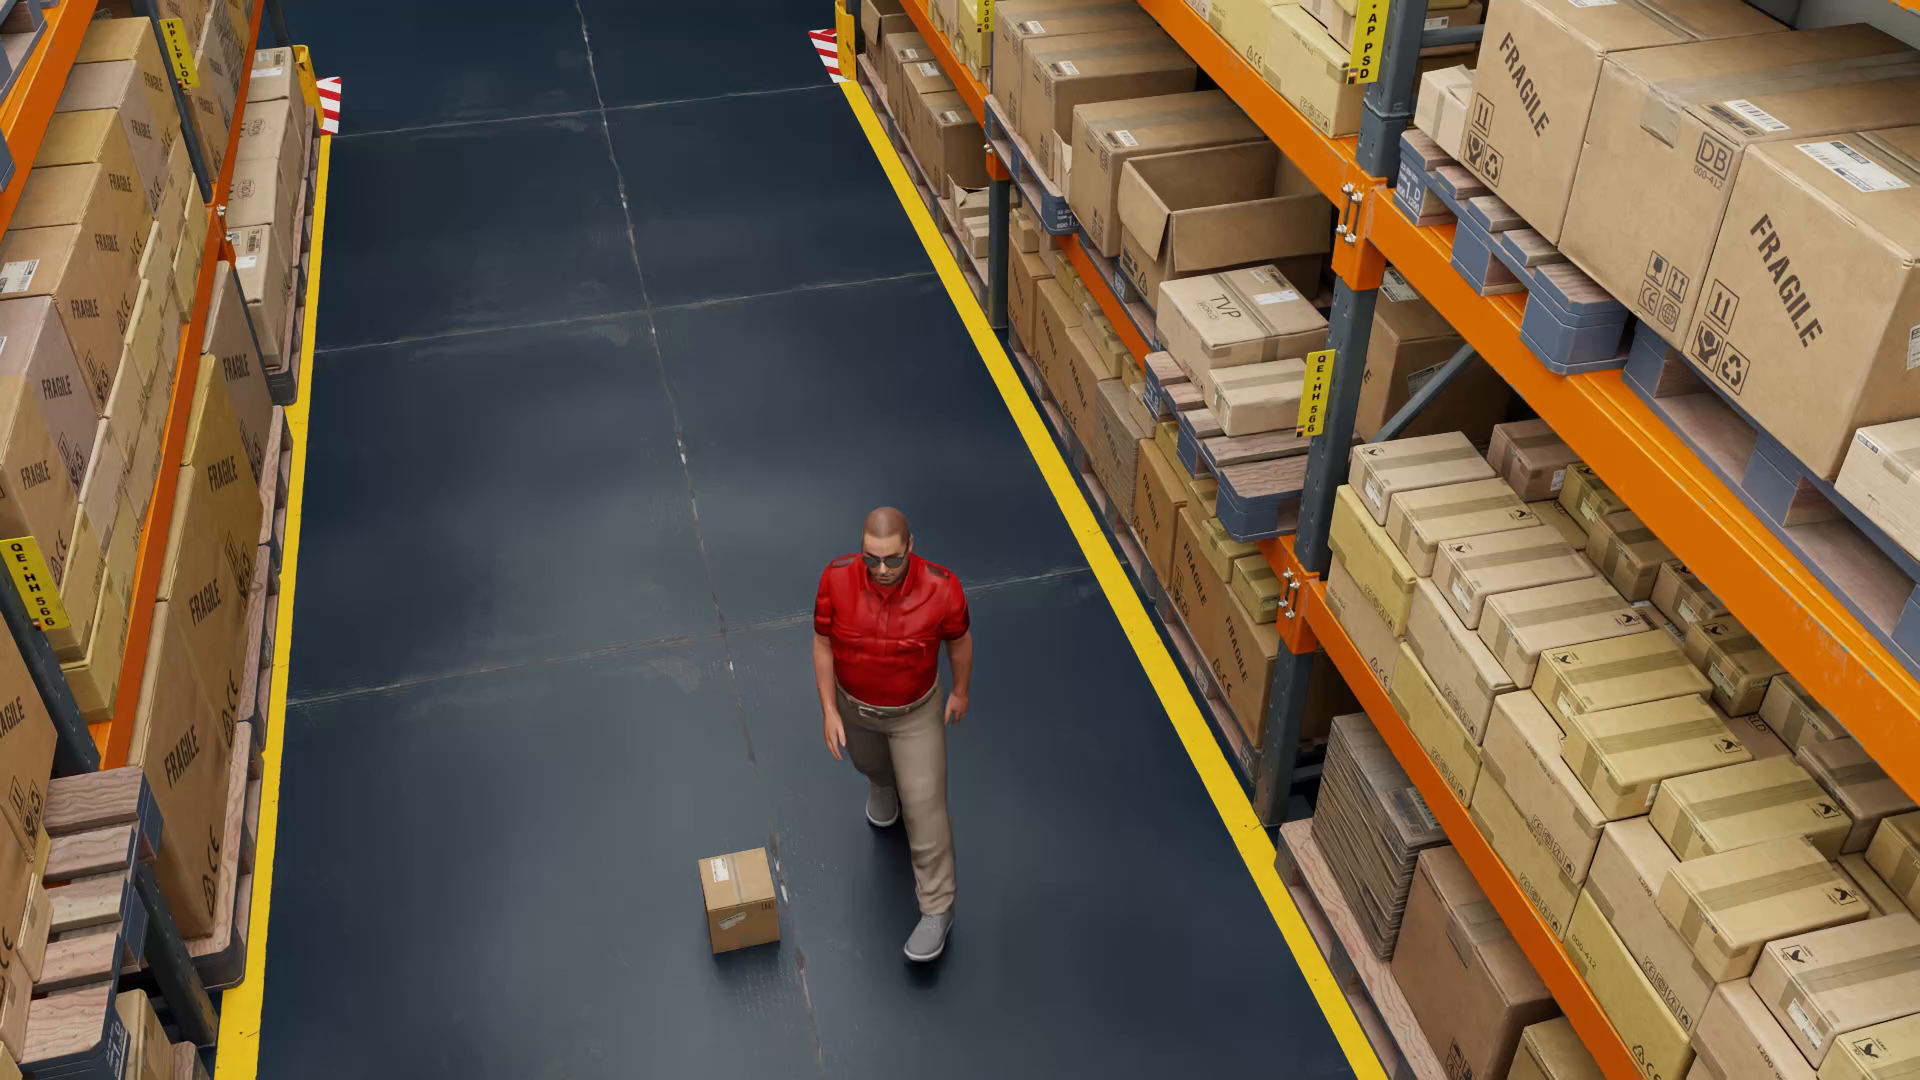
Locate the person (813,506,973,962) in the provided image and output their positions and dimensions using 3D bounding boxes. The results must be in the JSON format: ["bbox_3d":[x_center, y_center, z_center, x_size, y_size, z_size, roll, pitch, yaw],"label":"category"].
[{"bbox_3d":[-0.246,0.613,5.942,0.590,1.671,0.967,10,39,12],"label":"person"}]
